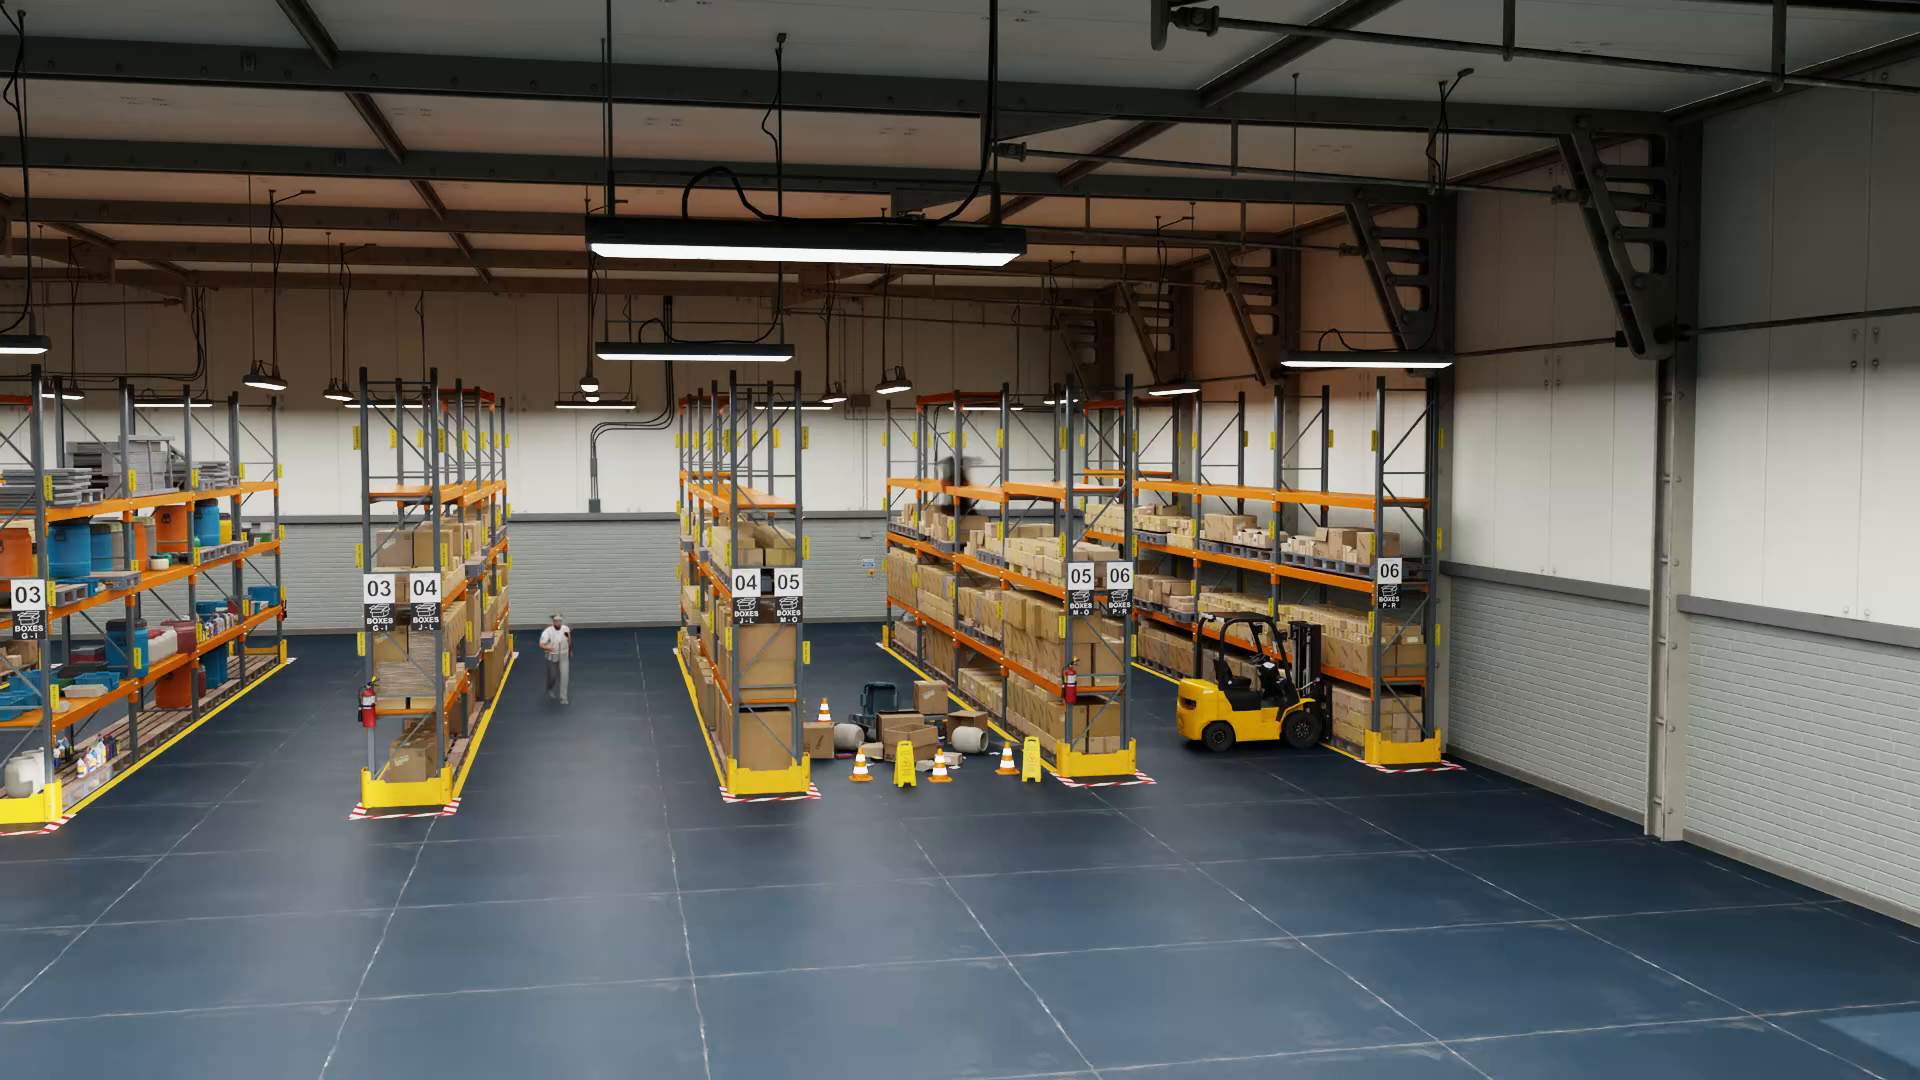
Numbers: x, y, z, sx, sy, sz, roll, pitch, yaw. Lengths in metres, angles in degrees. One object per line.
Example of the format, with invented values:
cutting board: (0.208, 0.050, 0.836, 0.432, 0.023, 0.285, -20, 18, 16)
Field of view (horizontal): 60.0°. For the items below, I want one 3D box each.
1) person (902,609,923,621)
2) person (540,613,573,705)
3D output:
person: (-1.251, 1.545, 43.873, 0.896, 1.649, 0.576, -2, 4, -29)
person: (-7.651, 2.231, 31.491, 0.631, 1.718, 1.056, -1, 4, -23)
